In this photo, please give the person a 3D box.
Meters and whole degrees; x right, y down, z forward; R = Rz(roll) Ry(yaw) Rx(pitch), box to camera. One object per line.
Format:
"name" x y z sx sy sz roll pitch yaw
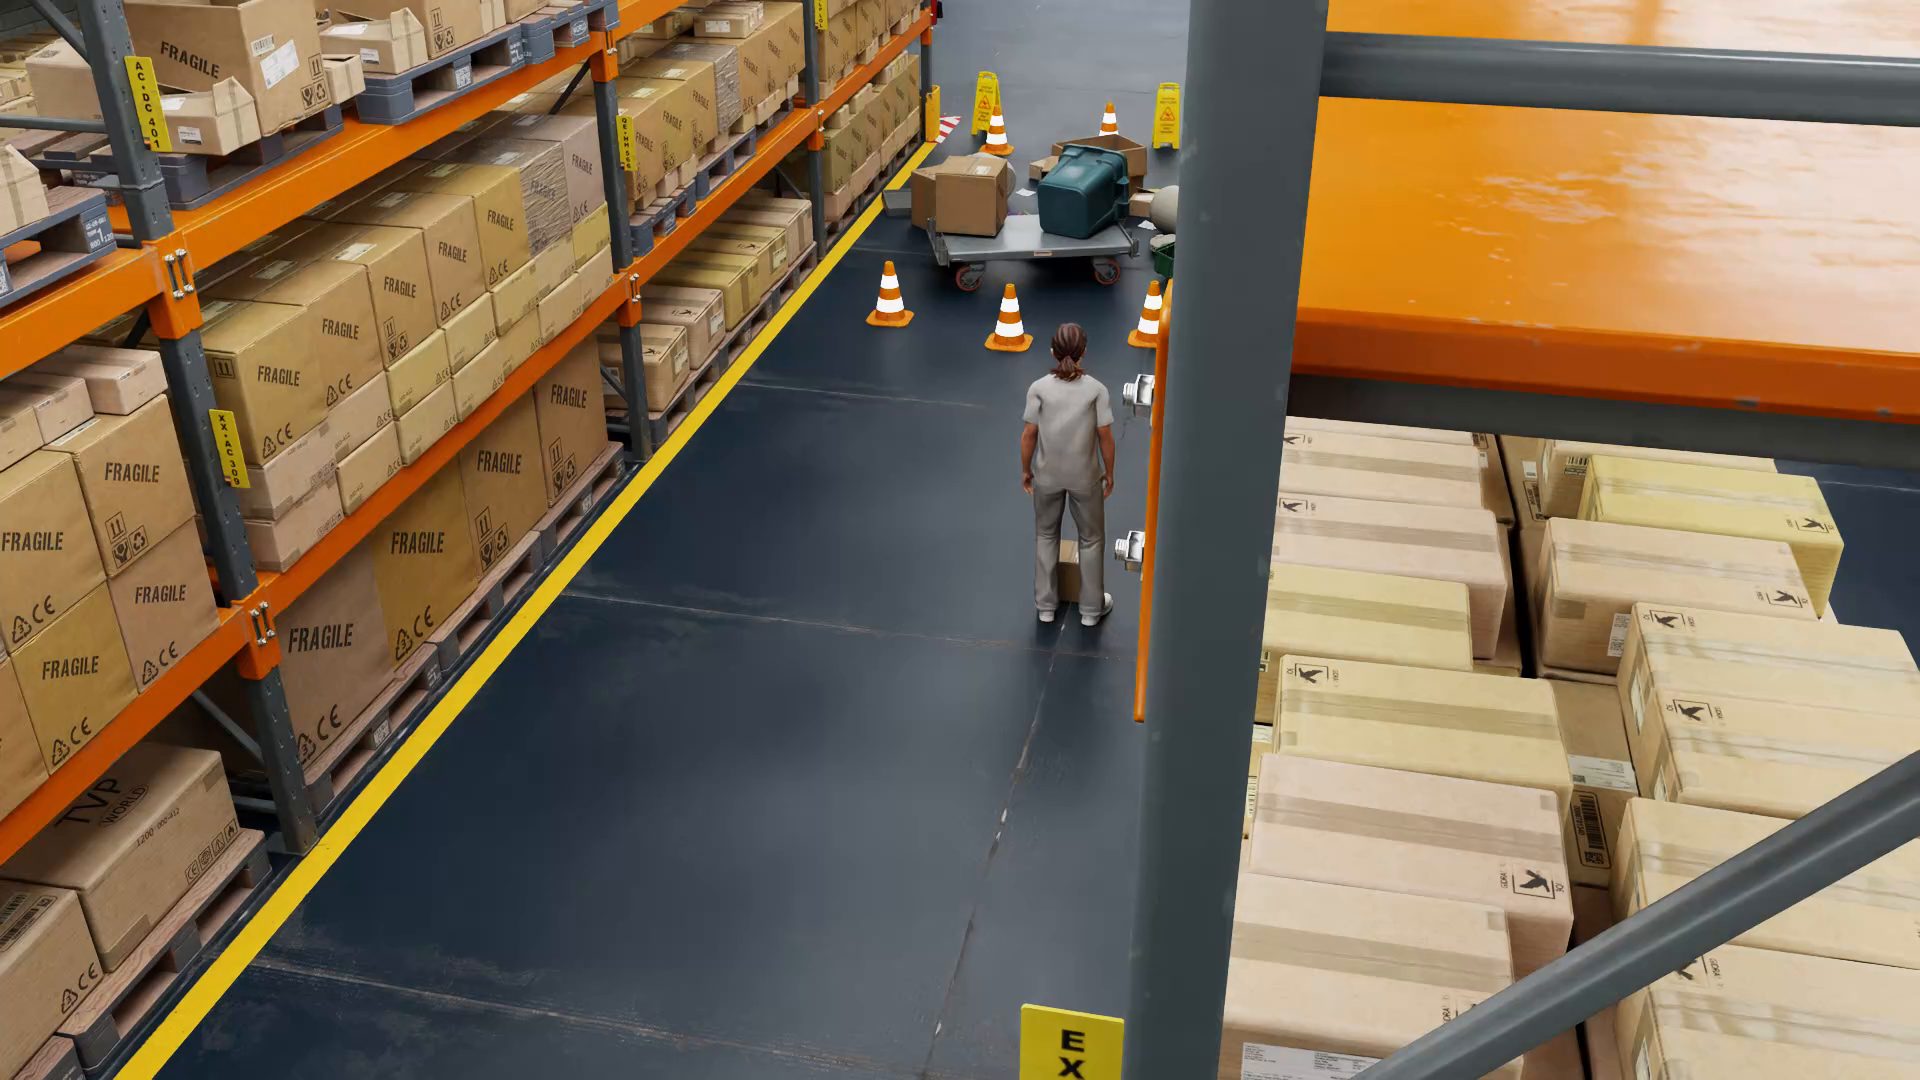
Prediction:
"person" 0.574 -0.331 8.728 0.512 1.671 0.361 4 29 8
